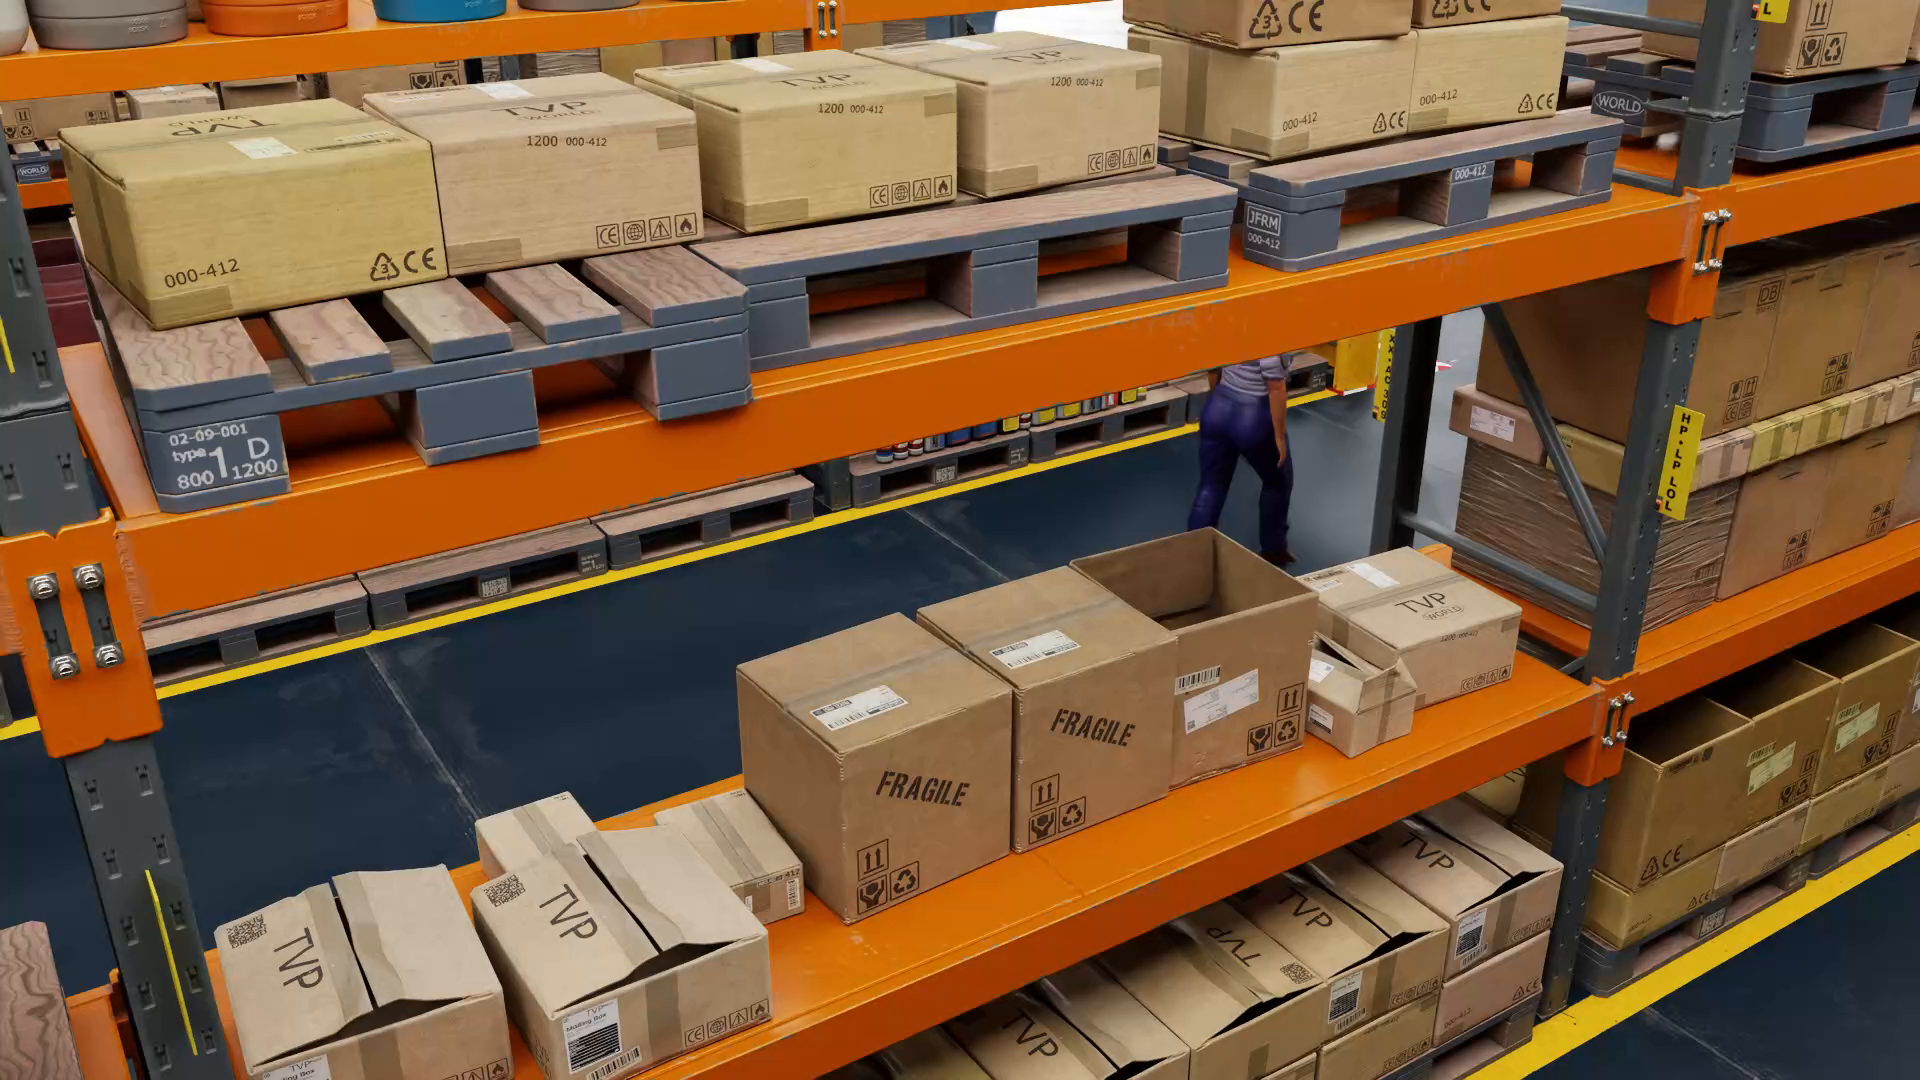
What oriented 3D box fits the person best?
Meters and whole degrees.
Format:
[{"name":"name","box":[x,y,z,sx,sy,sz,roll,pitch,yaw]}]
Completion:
[{"name":"person","box":[1.464,-0.565,8.370,0.536,1.691,0.746,20,32,36]}]
